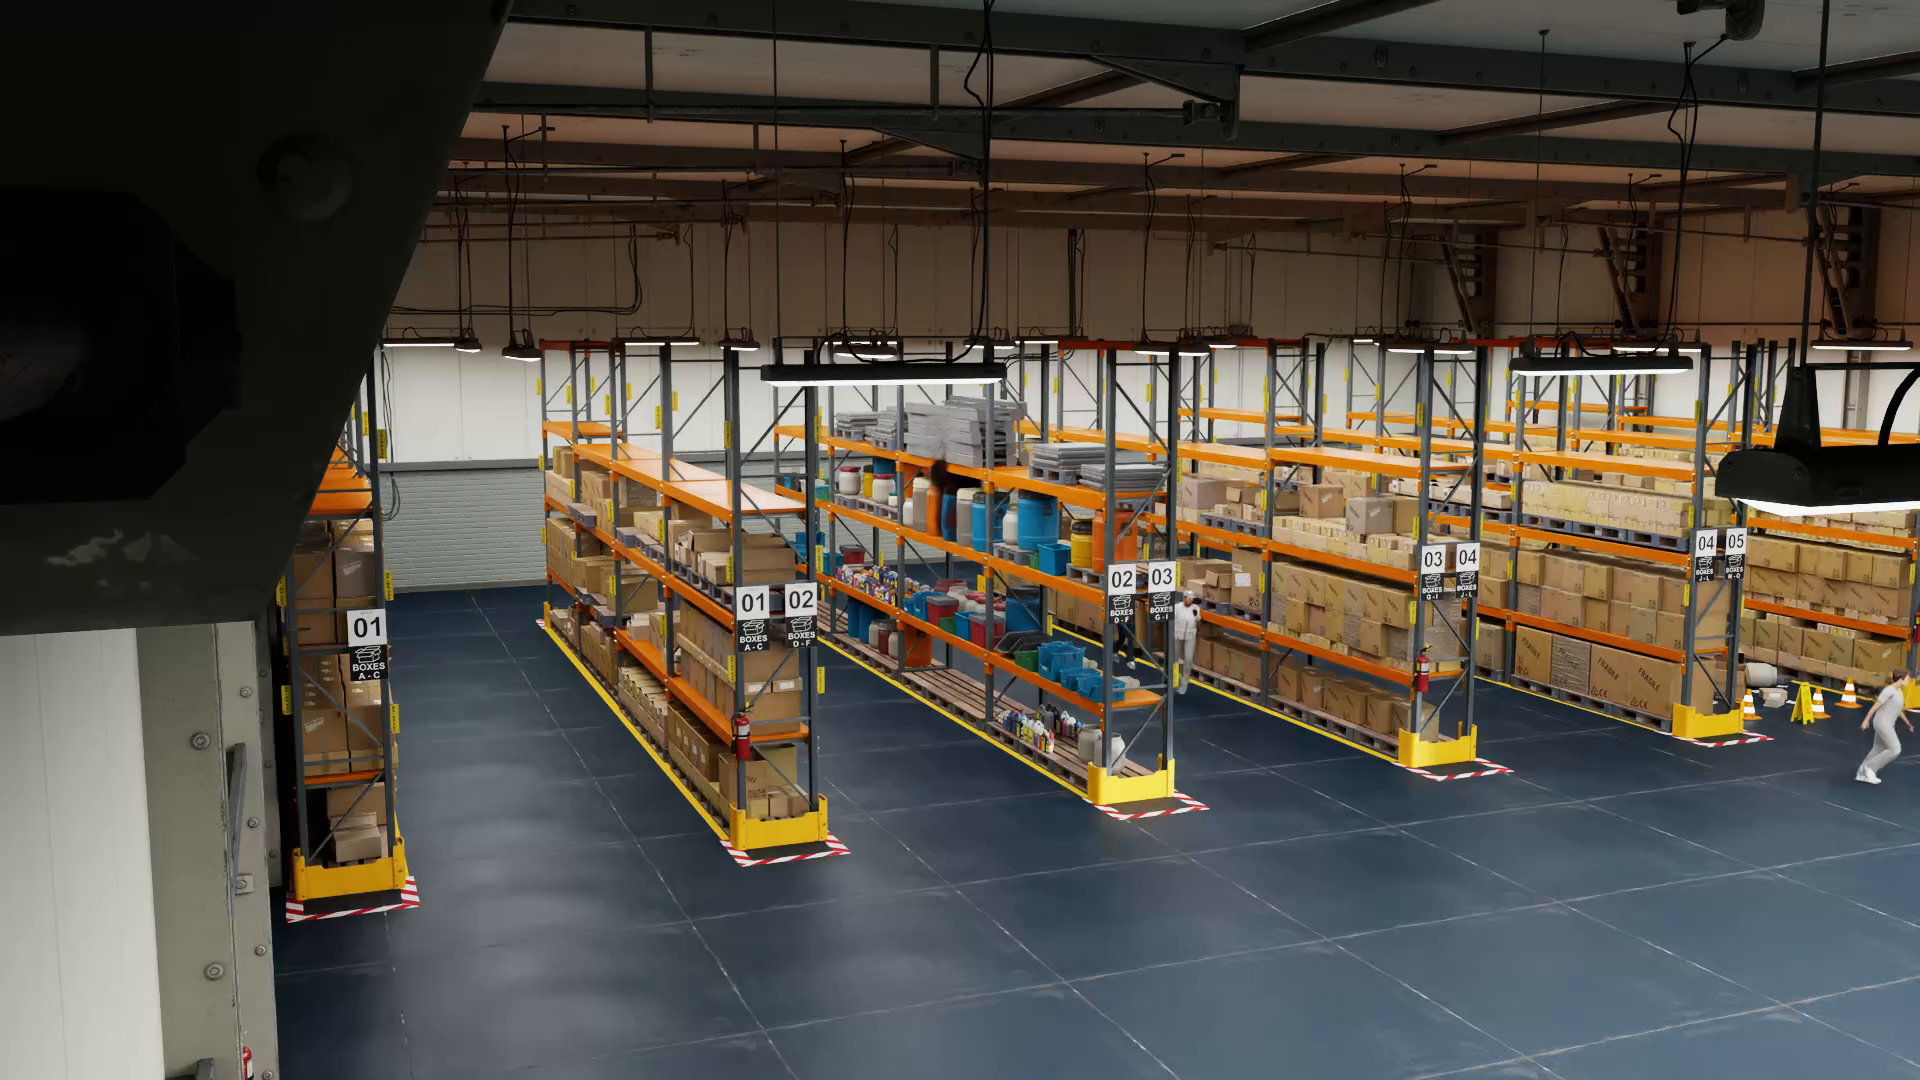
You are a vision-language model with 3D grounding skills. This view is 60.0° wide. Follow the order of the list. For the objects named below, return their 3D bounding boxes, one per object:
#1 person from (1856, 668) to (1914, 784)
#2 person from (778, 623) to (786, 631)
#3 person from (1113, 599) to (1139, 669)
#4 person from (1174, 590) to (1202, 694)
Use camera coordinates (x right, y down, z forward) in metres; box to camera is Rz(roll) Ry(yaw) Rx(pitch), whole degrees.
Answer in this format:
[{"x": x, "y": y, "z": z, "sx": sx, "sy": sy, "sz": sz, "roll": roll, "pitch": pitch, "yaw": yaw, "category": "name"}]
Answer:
[{"x": 12.743, "y": 2.557, "z": 22.884, "sx": 0.617, "sy": 1.629, "sz": 0.562, "roll": 6, "pitch": 10, "yaw": 40, "category": "person"}, {"x": -3.275, "y": 1.392, "z": 31.864, "sx": 0.670, "sy": 1.614, "sz": 0.845, "roll": -4, "pitch": 9, "yaw": -29, "category": "person"}, {"x": 2.937, "y": 1.441, "z": 29.473, "sx": 0.523, "sy": 1.605, "sz": 0.771, "roll": -3, "pitch": 8, "yaw": -22, "category": "person"}, {"x": 3.717, "y": 1.657, "z": 27.589, "sx": 0.577, "sy": 1.703, "sz": 0.652, "roll": 1, "pitch": 7, "yaw": 7, "category": "person"}]
